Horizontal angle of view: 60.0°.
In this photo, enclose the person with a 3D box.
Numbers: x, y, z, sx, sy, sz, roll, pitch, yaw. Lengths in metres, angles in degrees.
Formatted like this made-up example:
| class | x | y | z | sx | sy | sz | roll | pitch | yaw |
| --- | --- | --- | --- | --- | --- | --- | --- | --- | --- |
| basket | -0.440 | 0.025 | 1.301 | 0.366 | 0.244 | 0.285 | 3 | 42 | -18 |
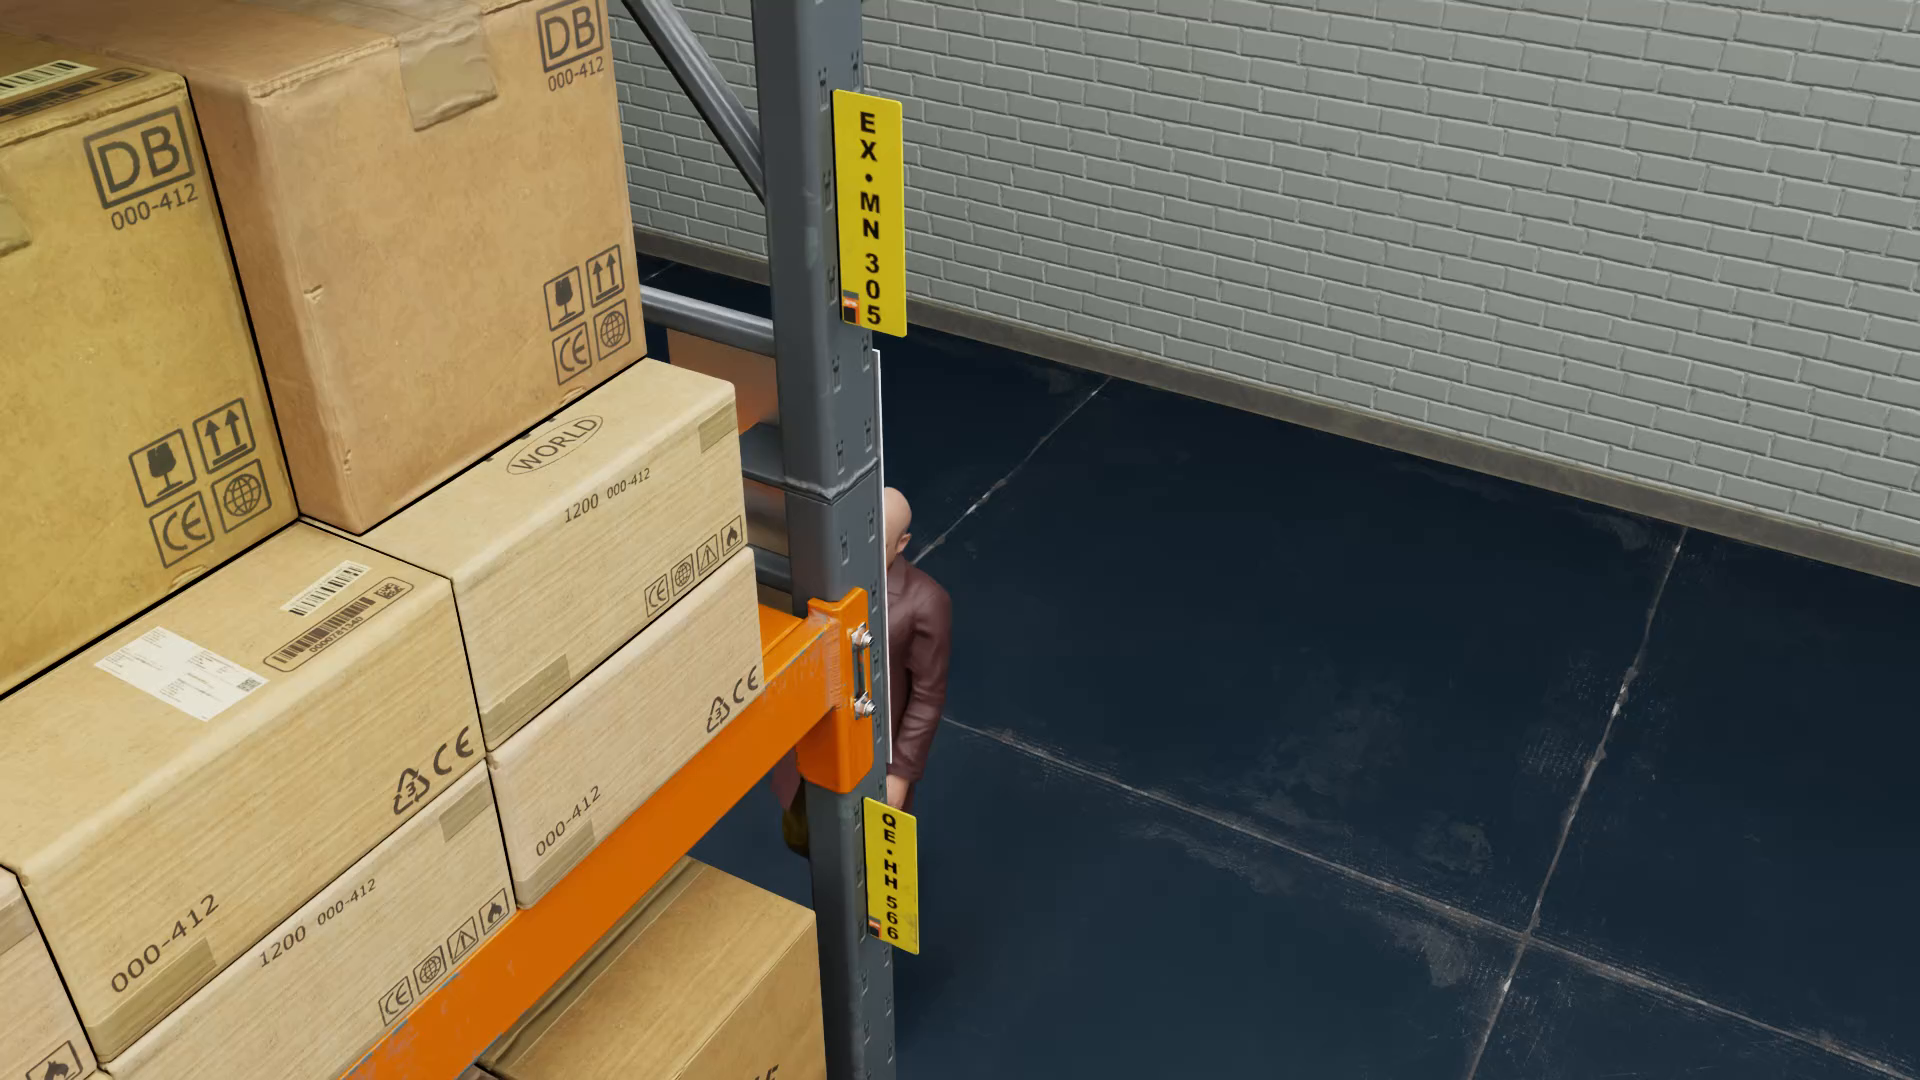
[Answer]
| class | x | y | z | sx | sy | sz | roll | pitch | yaw |
| --- | --- | --- | --- | --- | --- | --- | --- | --- | --- |
| person | -0.355 | 0.666 | 5.209 | 0.606 | 1.795 | 0.708 | 18 | 38 | 25 |
